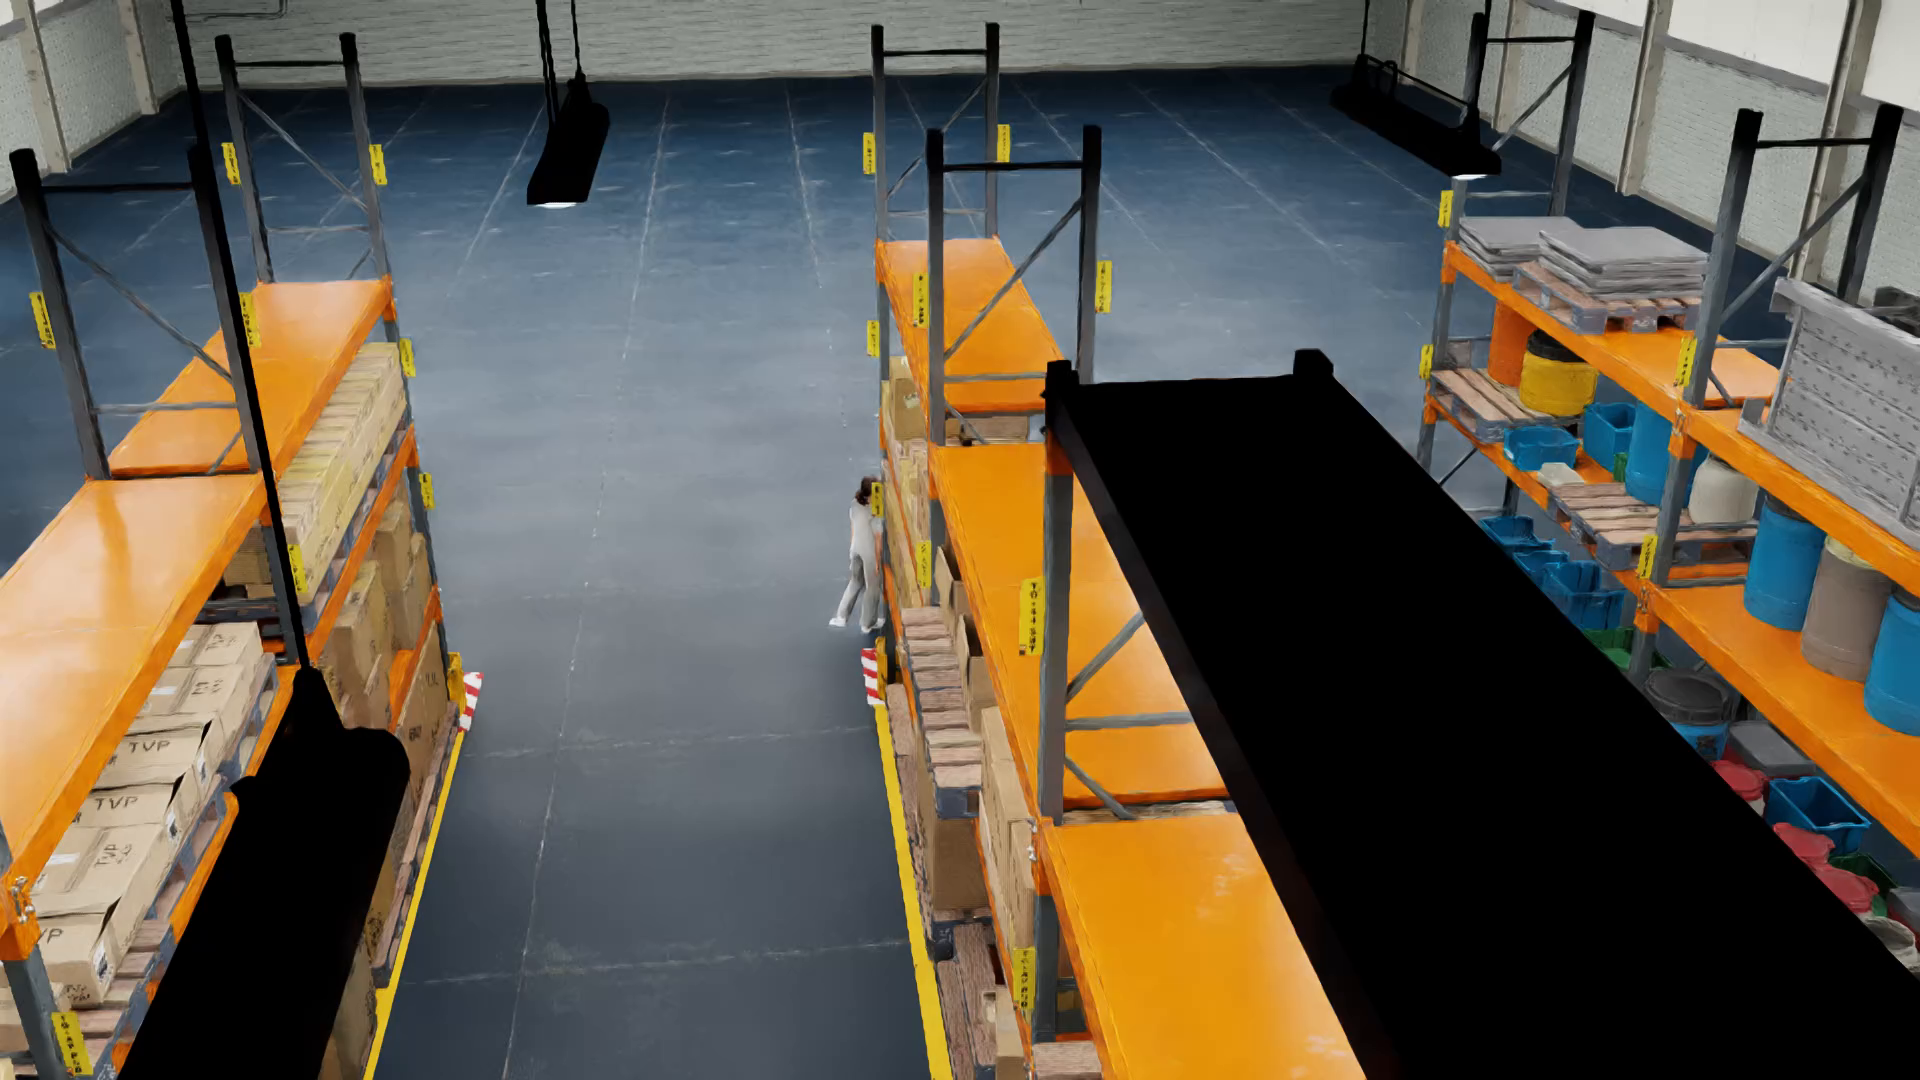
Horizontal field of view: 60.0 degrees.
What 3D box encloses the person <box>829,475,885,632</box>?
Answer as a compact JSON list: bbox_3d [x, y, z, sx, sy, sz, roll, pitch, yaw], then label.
[{"bbox_3d":[-0.976,0.167,16.225,0.502,1.665,0.601,20,32,35],"label":"person"}]
